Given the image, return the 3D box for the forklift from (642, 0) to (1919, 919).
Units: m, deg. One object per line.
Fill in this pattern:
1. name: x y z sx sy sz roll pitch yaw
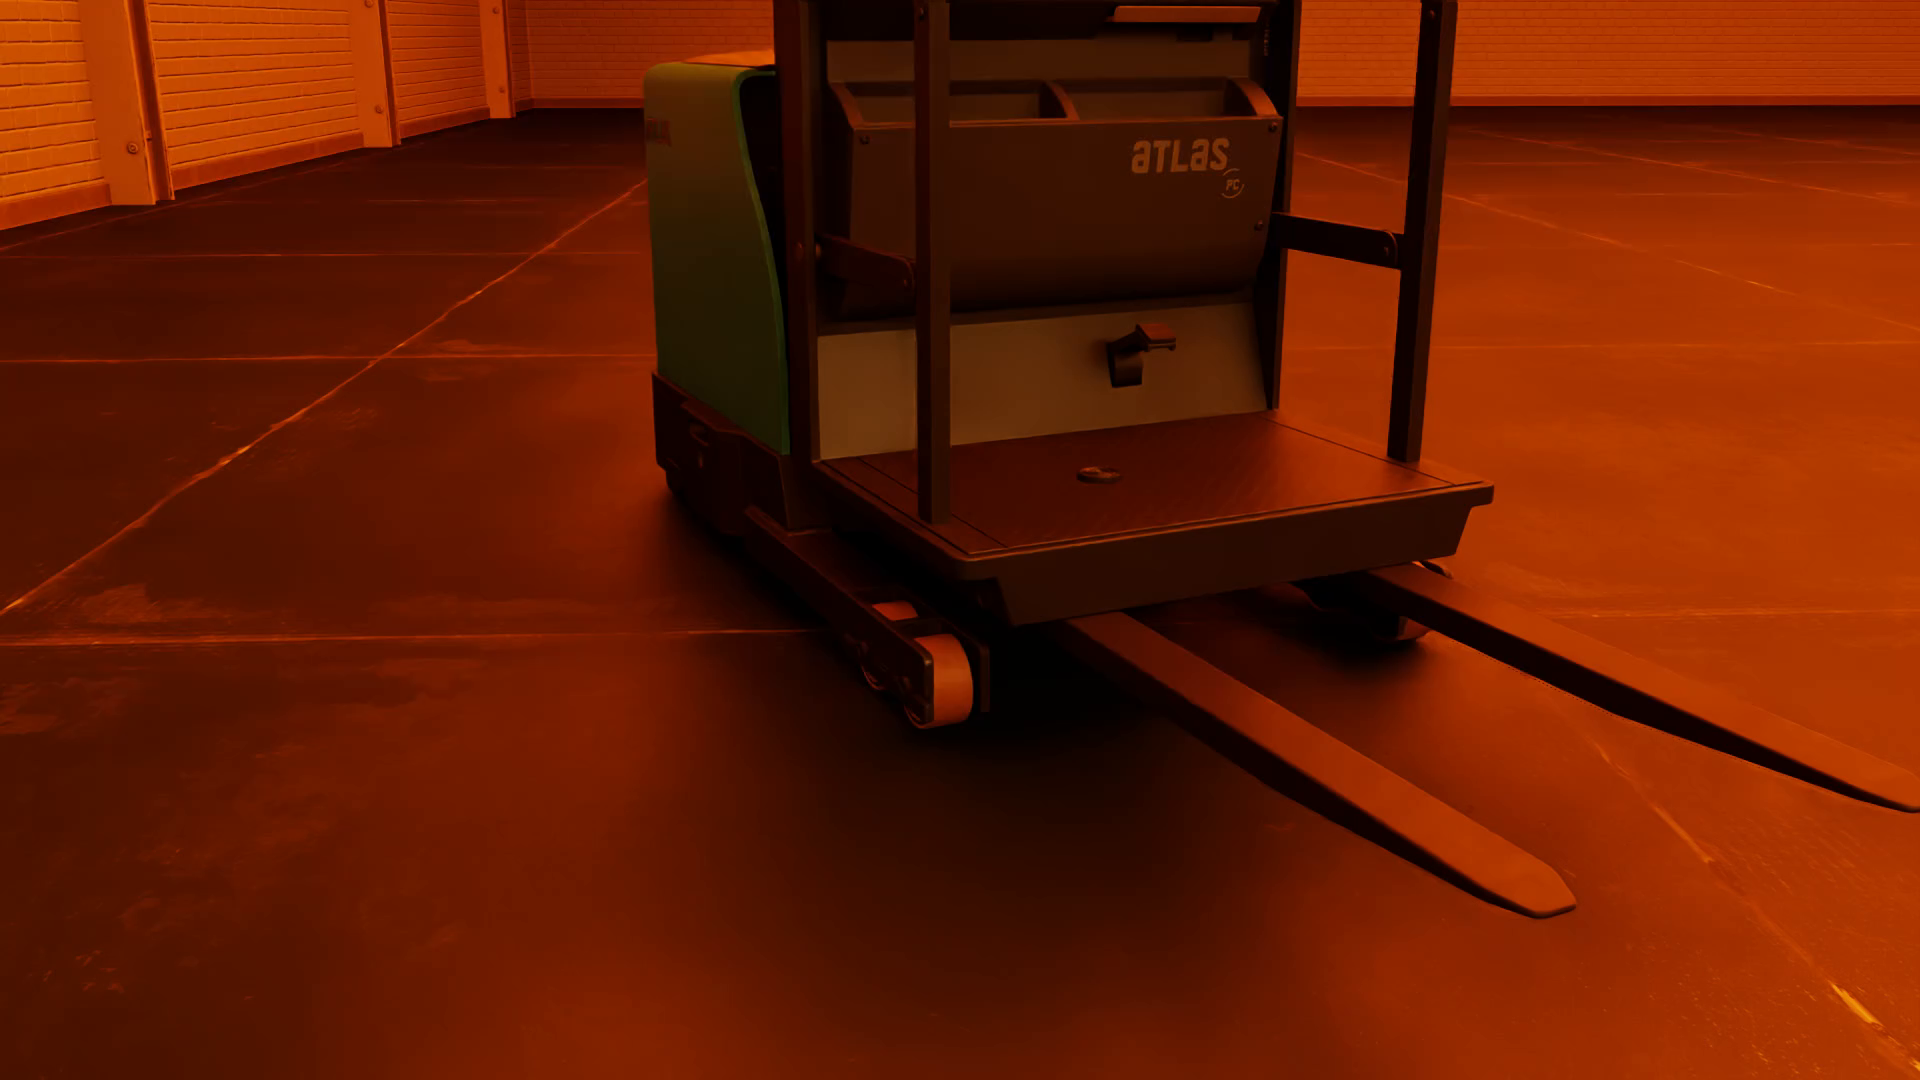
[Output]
1. forklift: 0.290 -1.221 2.898 1.130 2.935 3.031 -8 19 -24
